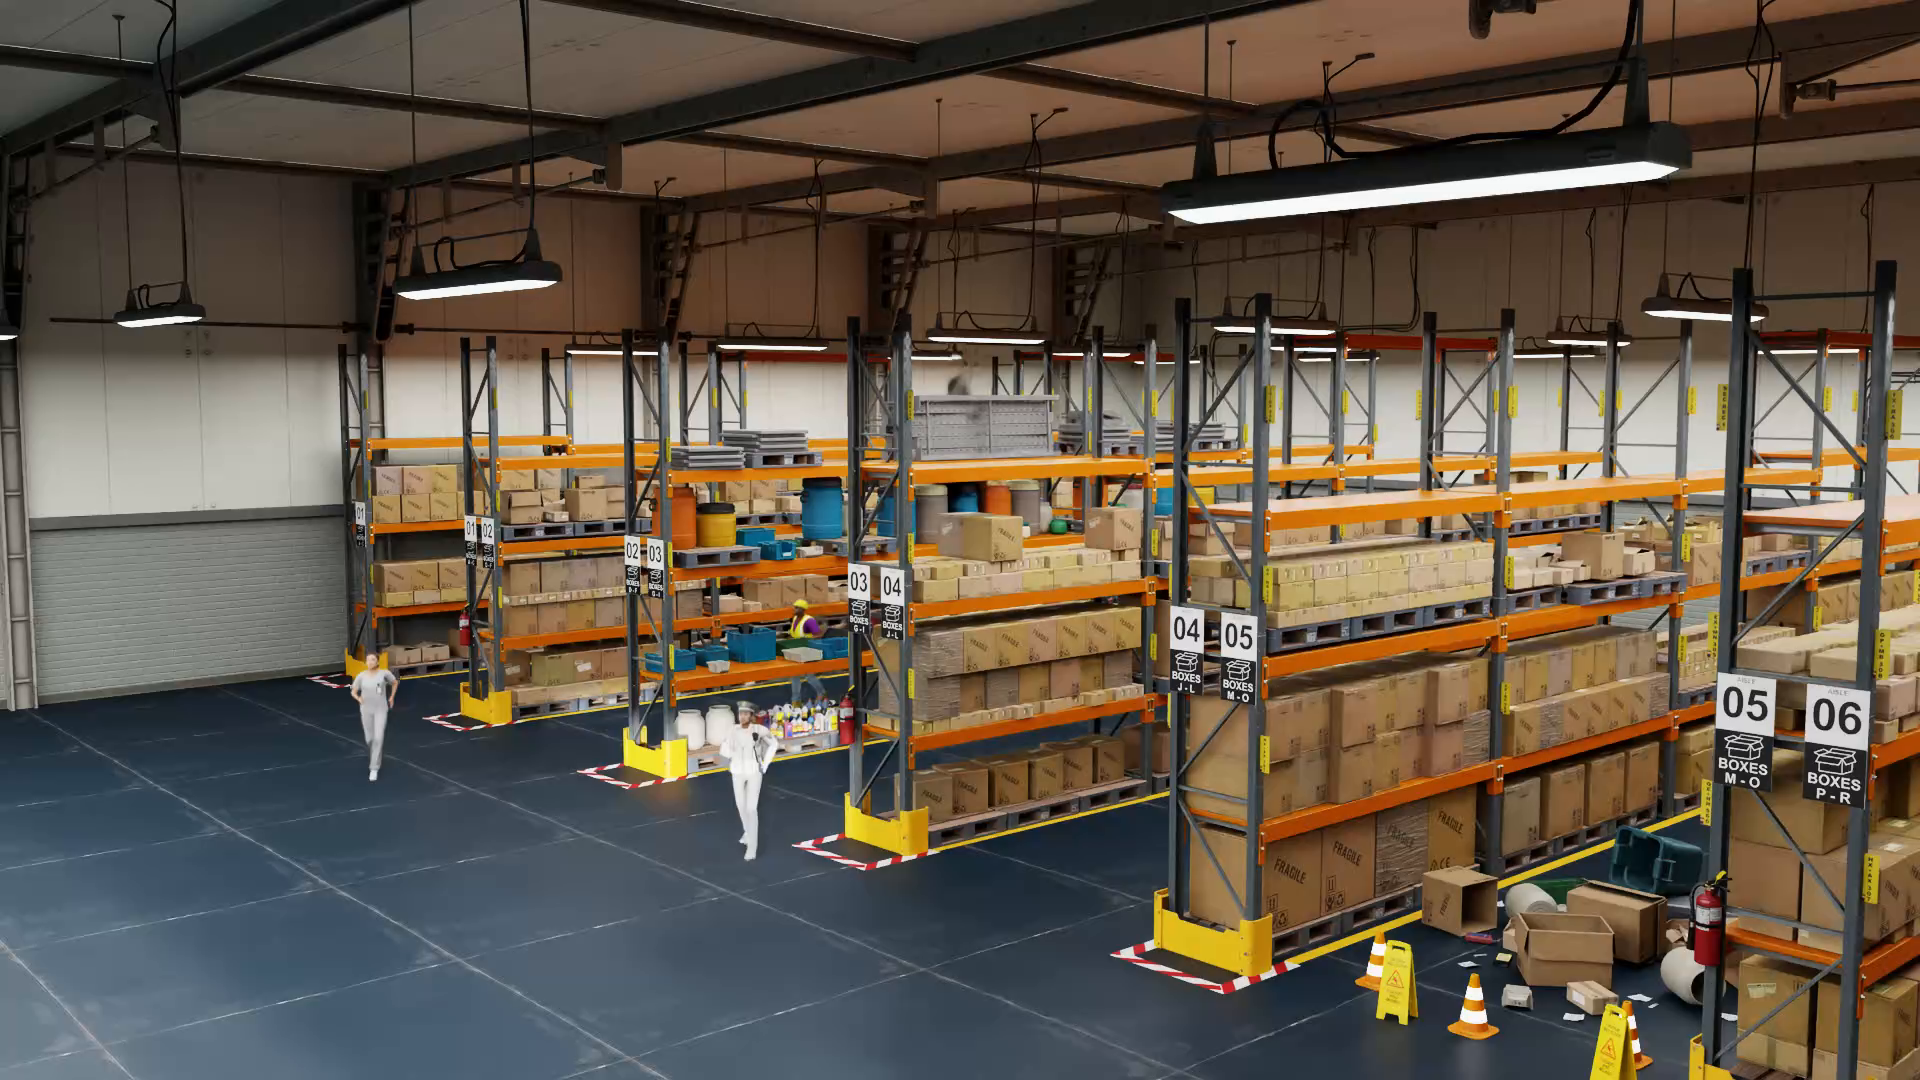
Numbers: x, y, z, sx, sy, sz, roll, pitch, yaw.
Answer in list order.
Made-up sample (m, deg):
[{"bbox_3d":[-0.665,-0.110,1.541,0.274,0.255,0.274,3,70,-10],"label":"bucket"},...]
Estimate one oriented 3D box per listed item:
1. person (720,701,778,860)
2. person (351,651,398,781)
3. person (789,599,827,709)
[{"bbox_3d":[-2.378,2.661,18.618,0.608,1.774,0.680,1,5,13],"label":"person"},{"bbox_3d":[-7.892,2.328,22.415,0.579,1.676,0.952,-1,5,-10],"label":"person"},{"bbox_3d":[-2.473,1.873,27.114,0.745,1.835,0.704,-5,7,-44],"label":"person"}]
